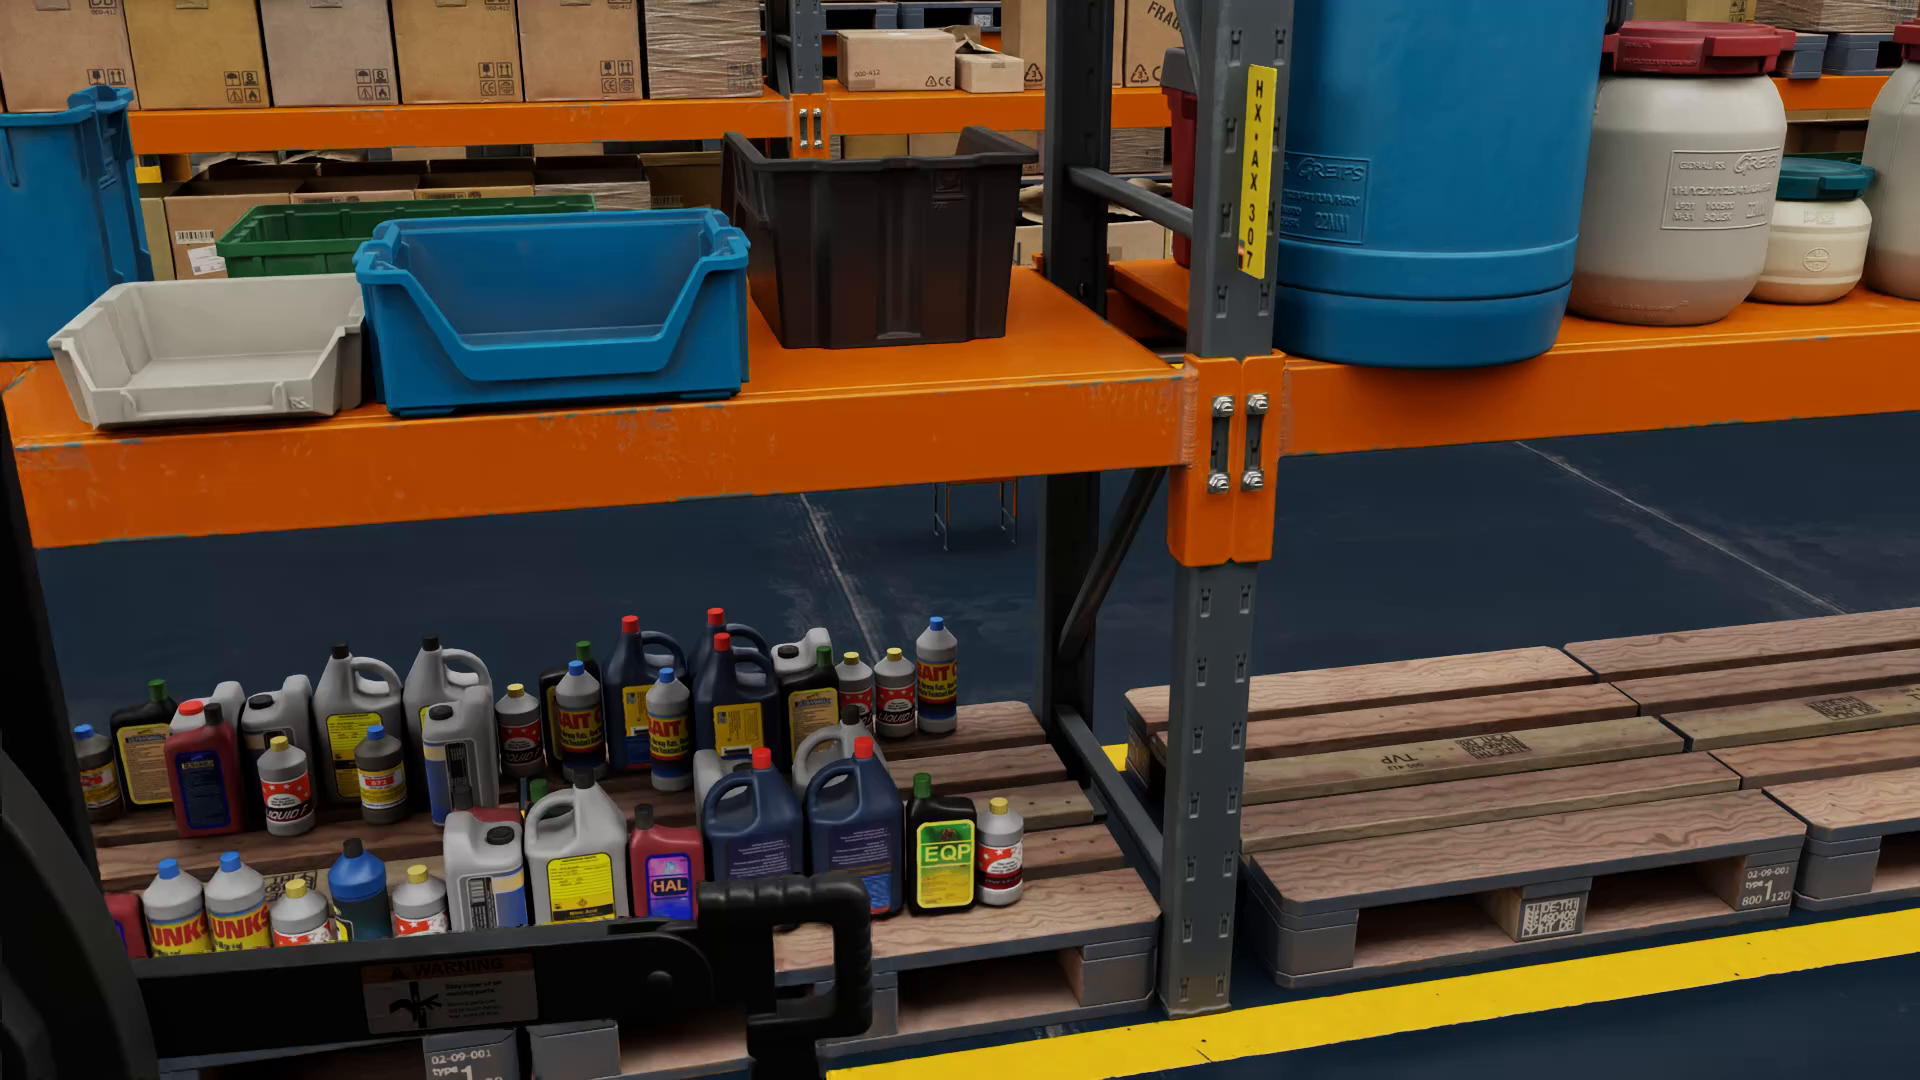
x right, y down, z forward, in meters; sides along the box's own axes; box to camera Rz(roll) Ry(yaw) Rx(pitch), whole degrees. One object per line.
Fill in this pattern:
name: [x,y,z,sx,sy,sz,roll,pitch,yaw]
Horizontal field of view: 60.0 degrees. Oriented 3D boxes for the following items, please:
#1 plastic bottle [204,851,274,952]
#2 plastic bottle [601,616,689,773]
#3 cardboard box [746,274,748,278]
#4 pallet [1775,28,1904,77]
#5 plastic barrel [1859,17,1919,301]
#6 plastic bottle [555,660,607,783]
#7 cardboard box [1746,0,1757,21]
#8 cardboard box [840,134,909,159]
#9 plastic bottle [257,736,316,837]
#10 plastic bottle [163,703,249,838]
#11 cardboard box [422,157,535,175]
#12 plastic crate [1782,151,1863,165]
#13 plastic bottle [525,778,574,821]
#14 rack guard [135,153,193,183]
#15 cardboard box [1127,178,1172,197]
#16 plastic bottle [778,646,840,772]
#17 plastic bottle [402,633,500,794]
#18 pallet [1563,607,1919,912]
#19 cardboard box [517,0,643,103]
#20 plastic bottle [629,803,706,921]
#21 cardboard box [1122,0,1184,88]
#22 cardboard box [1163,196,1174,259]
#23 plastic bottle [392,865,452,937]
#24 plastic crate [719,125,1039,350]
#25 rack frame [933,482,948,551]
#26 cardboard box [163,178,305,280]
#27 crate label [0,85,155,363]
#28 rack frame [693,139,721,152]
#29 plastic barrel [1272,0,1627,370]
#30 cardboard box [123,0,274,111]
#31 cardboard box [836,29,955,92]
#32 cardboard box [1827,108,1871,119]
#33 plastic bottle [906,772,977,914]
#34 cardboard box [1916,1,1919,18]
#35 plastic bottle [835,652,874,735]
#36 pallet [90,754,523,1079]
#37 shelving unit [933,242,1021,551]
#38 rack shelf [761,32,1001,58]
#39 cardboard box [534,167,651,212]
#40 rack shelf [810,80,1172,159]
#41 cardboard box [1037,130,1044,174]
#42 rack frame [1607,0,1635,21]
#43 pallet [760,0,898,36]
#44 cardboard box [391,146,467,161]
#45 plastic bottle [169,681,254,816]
plastic bottle: [-1.269,0.676,2.935,0.097,0.271,0.097,0,20,0]
plastic bottle: [-0.708,0.336,3.747,0.185,0.351,0.144,-6,21,-15]
cardboard box: [-1.181,-1.095,7.831,0.500,0.250,0.500,-5,21,-12]
pallet: [5.005,-2.681,9.052,1.213,0.211,1.003,-5,21,-12]
plastic barrel: [2.052,-0.765,3.344,0.433,0.535,0.433,0,20,0]
plastic bottle: [-0.843,0.398,3.694,0.097,0.271,0.097,0,20,0]
cardboard box: [6.394,-4.768,14.035,0.700,0.700,0.980,-4,21,-12]
cardboard box: [-0.719,-3.111,12.942,0.500,0.500,0.700,-5,21,-14]
plastic bottle: [-1.416,0.510,3.491,0.097,0.201,0.097,0,20,0]
plastic bottle: [-1.573,0.477,3.460,0.133,0.283,0.061,-5,21,-12]
cardboard box: [-2.276,-1.546,7.971,0.500,0.500,0.500,-5,21,-12]
plastic crate: [1.986,-0.774,3.874,0.662,0.188,0.450,-5,21,-12]
plastic bottle: [-0.754,0.584,3.169,0.133,0.283,0.061,-5,21,-12]
rack guard: [-5.742,-2.473,11.838,0.348,0.500,1.175,-5,21,-12]
cardboard box: [1.029,-1.717,8.713,0.500,0.311,0.500,-5,21,-13]
plastic bottle: [-0.338,0.377,3.734,0.133,0.283,0.061,-5,21,-12]
plastic bottle: [-1.122,0.370,3.655,0.185,0.351,0.144,-5,21,-13]
pallet: [2.301,0.496,4.155,1.213,0.211,1.003,-5,21,-12]
cardboard box: [-1.722,-2.265,7.491,0.500,0.500,0.700,-5,21,-13]
plastic bottle: [-0.540,0.618,3.077,0.133,0.283,0.061,-3,20,-9]
cardboard box: [0.972,-2.483,8.086,0.500,0.500,0.500,-5,21,-12]
cardboard box: [1.176,-1.540,8.229,0.500,0.311,0.500,-4,21,-11]
plastic bottle: [-0.973,0.685,3.013,0.097,0.201,0.097,0,20,0]
plastic crate: [-0.182,-0.613,3.217,0.504,0.338,0.767,-5,21,-12]
rack frame: [-0.067,-0.488,5.619,0.008,1.050,0.200,-5,21,-12]
cardboard box: [-3.129,-1.293,7.280,0.500,0.500,0.500,-5,21,-12]
crate label: [-1.807,-0.577,2.977,0.616,0.435,0.502,-5,21,-12]
rack frame: [-1.923,-3.957,12.256,0.127,3.000,1.000,-5,21,-12]
plastic barrel: [0.802,-0.805,2.923,0.708,0.901,0.600,-5,21,-12]
cardboard box: [-3.221,-2.143,7.158,0.500,0.500,0.700,-5,21,-12]
cardboard box: [-0.311,-2.282,7.902,0.500,0.250,0.500,-3,20,-9]
cardboard box: [7.603,-3.717,14.624,0.500,0.500,0.700,-4,21,-11]
plastic bottle: [-0.036,0.577,3.189,0.133,0.283,0.061,-4,20,-10]
cardboard box: [5.301,-3.016,8.931,0.500,0.500,0.700,-10,23,-26]
plastic bottle: [-0.252,0.361,3.896,0.097,0.201,0.097,0,20,0]
pallet: [-1.496,0.806,3.309,1.213,0.211,1.003,-5,21,-12]
shelving unit: [0.052,-0.497,5.646,0.252,1.050,0.215,-5,21,-12]
rack shelf: [0.023,-3.777,12.812,4.000,0.370,1.077,-5,21,-12]
cardboard box: [-1.670,-1.412,7.604,0.500,0.500,0.500,-5,21,-12]
rack shelf: [1.167,-2.120,8.286,4.000,0.370,1.077,-5,21,-12]
cardboard box: [0.753,-3.230,13.266,0.500,0.500,0.700,-5,21,-13]
rack frame: [3.113,-2.616,8.594,0.127,3.000,1.000,-5,21,-12]
pallet: [-1.146,-3.879,12.321,1.213,0.211,1.003,-5,21,-12]
cardboard box: [-3.842,-2.784,12.049,0.500,0.500,0.700,-6,21,-16]
plastic bottle: [-1.598,0.445,3.558,0.135,0.276,0.152,-4,21,-12]
